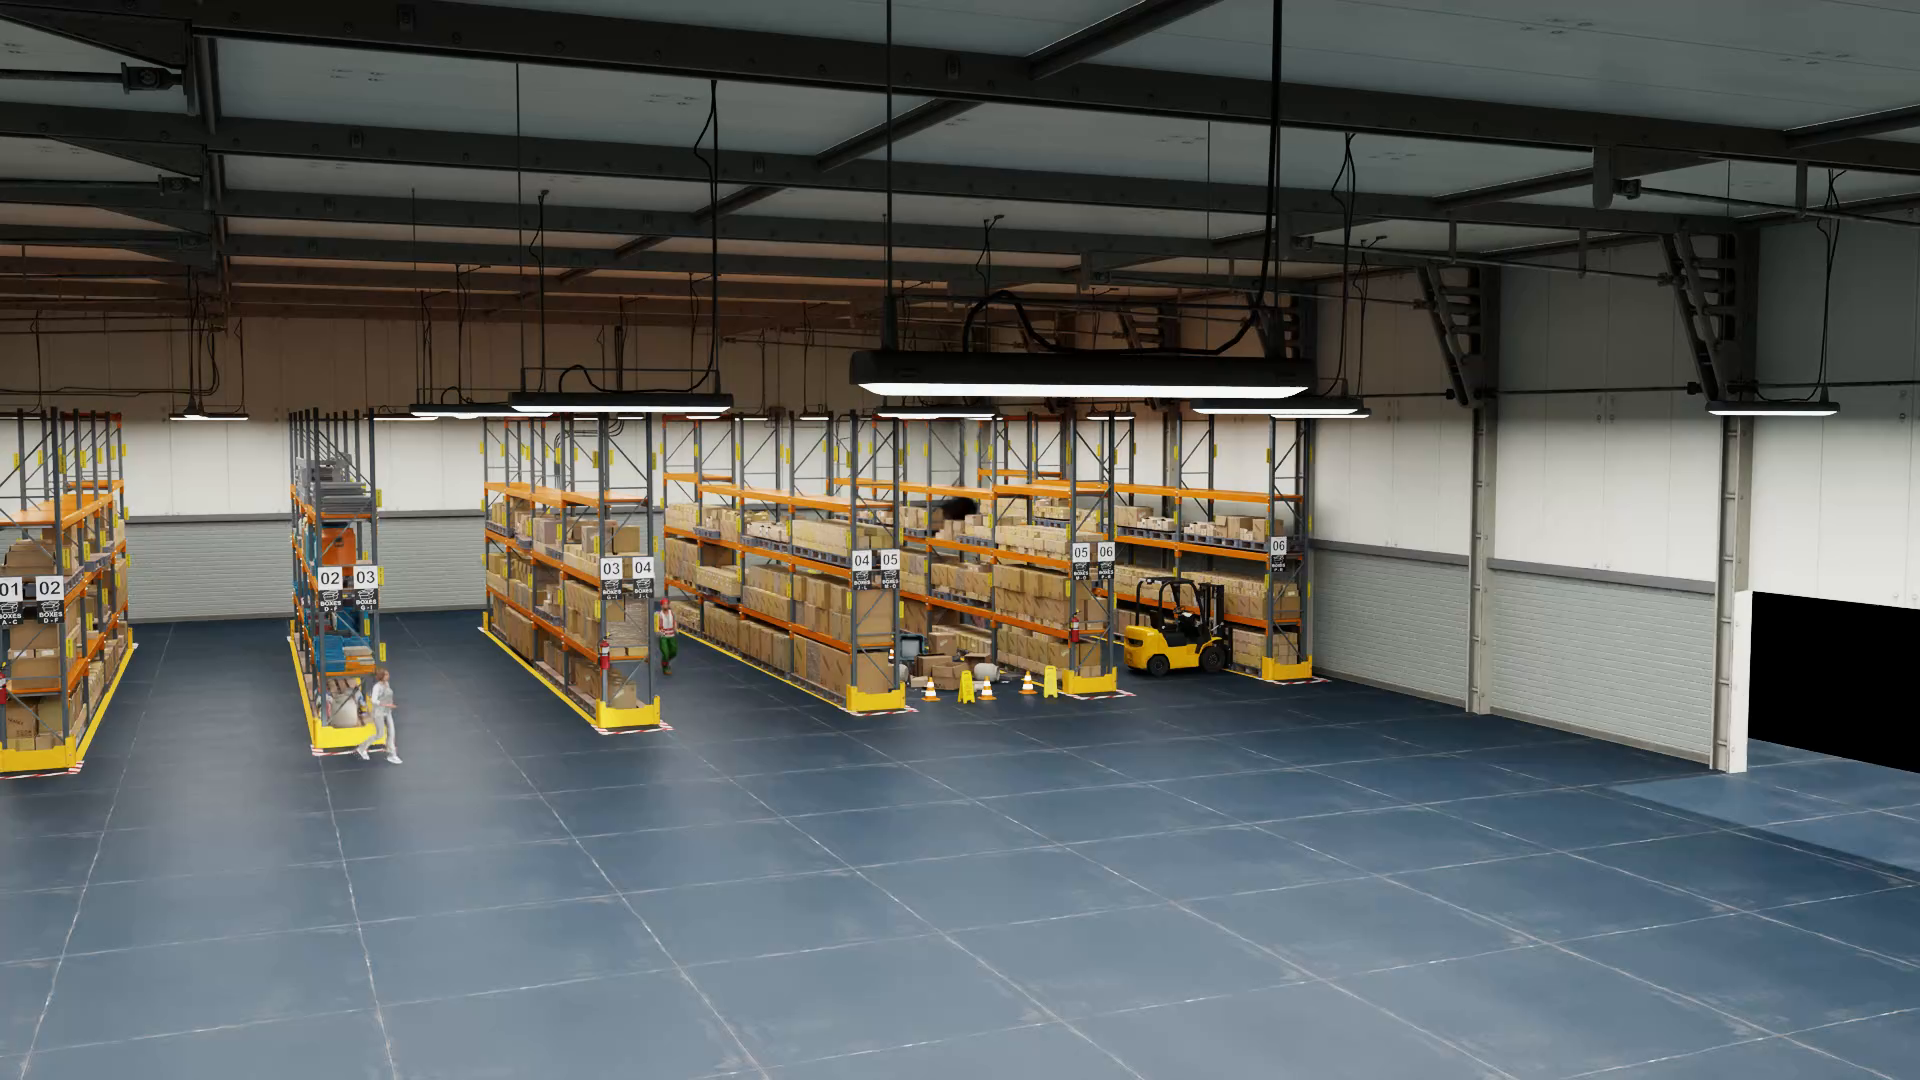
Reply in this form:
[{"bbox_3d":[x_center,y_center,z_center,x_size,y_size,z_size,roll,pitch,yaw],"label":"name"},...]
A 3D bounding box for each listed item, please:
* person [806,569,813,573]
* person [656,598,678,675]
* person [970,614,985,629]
[{"bbox_3d":[-4.103,1.681,45.243,0.663,1.780,1.143,-2,5,-31],"label":"person"},{"bbox_3d":[-6.686,2.201,37.861,0.506,1.738,0.578,-3,5,-33],"label":"person"},{"bbox_3d":[0.512,1.714,45.081,0.587,1.569,0.594,-2,4,-23],"label":"person"}]
